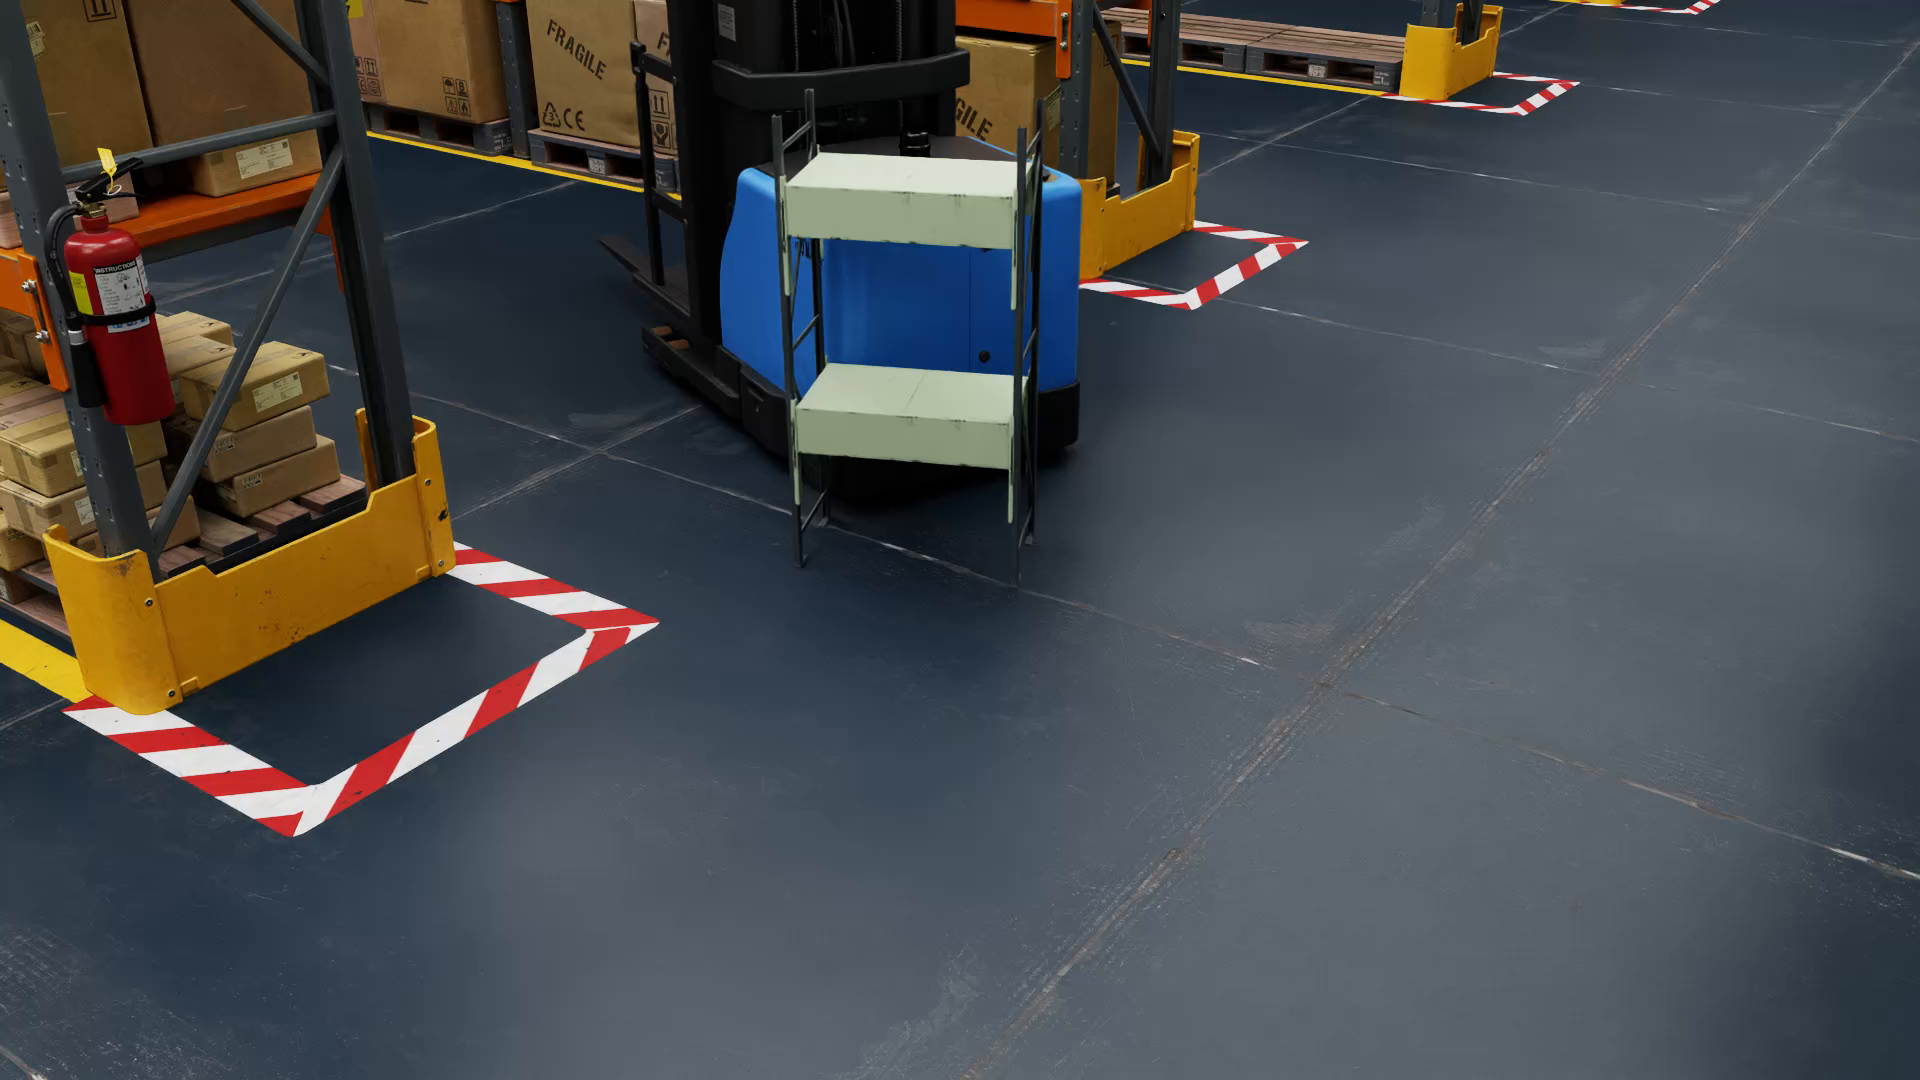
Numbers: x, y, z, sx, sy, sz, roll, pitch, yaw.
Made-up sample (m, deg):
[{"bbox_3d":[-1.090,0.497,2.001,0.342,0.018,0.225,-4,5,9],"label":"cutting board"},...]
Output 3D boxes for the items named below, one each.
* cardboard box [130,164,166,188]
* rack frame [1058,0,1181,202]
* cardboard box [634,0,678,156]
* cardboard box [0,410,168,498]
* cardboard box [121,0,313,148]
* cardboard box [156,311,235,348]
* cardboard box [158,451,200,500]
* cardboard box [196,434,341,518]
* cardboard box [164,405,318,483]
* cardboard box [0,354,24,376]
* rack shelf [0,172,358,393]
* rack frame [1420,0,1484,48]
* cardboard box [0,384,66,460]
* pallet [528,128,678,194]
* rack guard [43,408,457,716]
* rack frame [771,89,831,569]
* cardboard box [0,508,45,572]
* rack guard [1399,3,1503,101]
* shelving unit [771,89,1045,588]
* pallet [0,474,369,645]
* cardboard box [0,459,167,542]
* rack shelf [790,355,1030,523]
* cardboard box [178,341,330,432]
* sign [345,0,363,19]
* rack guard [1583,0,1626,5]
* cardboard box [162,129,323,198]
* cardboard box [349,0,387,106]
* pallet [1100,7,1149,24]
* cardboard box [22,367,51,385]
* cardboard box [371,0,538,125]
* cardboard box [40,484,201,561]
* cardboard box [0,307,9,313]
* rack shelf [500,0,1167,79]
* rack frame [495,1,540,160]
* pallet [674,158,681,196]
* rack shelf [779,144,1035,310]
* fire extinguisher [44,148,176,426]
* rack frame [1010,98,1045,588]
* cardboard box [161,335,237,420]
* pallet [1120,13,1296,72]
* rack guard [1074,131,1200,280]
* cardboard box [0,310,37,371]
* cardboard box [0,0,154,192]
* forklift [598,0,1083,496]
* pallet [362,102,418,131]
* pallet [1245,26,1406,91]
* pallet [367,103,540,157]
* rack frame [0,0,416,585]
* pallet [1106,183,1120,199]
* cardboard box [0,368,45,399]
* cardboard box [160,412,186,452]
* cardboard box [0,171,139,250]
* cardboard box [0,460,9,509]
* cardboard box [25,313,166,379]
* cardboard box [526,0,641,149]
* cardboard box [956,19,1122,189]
[{"bbox_3d":[-2.391,-1.209,5.096,0.250,0.149,0.380,19,32,32],"label":"cardboard box"},{"bbox_3d":[0.815,-2.894,8.129,0.127,3.000,1.000,17,32,30],"label":"rack frame"},{"bbox_3d":[-1.241,-2.731,9.688,0.875,0.875,0.875,17,32,30],"label":"cardboard box"},{"bbox_3d":[-2.656,-0.288,5.034,0.250,0.149,0.380,18,32,31],"label":"cardboard box"},{"bbox_3d":[-2.290,-1.461,4.876,0.500,0.500,0.500,19,33,33],"label":"cardboard box"},{"bbox_3d":[-2.746,-0.647,5.739,0.250,0.149,0.380,17,32,30],"label":"cardboard box"},{"bbox_3d":[-2.589,-0.273,5.659,0.250,0.149,0.380,17,32,30],"label":"cardboard box"},{"bbox_3d":[-2.327,-0.236,5.587,0.250,0.149,0.380,18,32,31],"label":"cardboard box"},{"bbox_3d":[-2.363,-0.345,5.473,0.250,0.149,0.380,19,32,32],"label":"cardboard box"},{"bbox_3d":[-3.294,-0.484,5.417,0.250,0.149,0.380,16,31,28],"label":"cardboard box"},{"bbox_3d":[-3.725,-1.258,5.709,4.000,0.370,1.077,17,32,30],"label":"rack shelf"},{"bbox_3d":[3.620,-4.745,11.768,0.127,3.000,1.000,17,32,30],"label":"rack frame"},{"bbox_3d":[-2.831,-0.374,5.203,0.250,0.149,0.380,18,32,31],"label":"cardboard box"},{"bbox_3d":[-1.899,-2.454,10.339,1.213,0.211,1.003,17,32,30],"label":"pallet"},{"bbox_3d":[-2.139,0.029,5.142,0.348,0.500,1.175,17,32,30],"label":"rack guard"},{"bbox_3d":[-0.507,-0.662,5.397,0.023,1.500,0.400,5,27,10],"label":"rack frame"},{"bbox_3d":[-2.897,-0.067,5.255,0.250,0.149,0.380,18,32,32],"label":"cardboard box"},{"bbox_3d":[3.647,-3.630,12.332,0.348,0.500,1.175,17,32,30],"label":"rack guard"},{"bbox_3d":[-0.147,-0.631,5.336,0.755,1.500,0.431,5,27,10],"label":"shelving unit"},{"bbox_3d":[-2.788,-0.064,5.643,1.213,0.211,1.003,17,32,30],"label":"pallet"},{"bbox_3d":[-2.673,-0.143,5.077,0.250,0.149,0.380,16,31,29],"label":"cardboard box"},{"bbox_3d":[-0.147,-0.340,5.484,0.720,0.370,0.431,5,27,10],"label":"rack shelf"},{"bbox_3d":[-2.316,-0.509,5.467,0.250,0.149,0.380,16,31,28],"label":"cardboard box"},{"bbox_3d":[-1.769,-1.654,4.739,0.005,0.325,0.100,17,32,30],"label":"sign"},{"bbox_3d":[6.365,-5.502,16.010,0.348,0.500,1.175,17,32,30],"label":"rack guard"},{"bbox_3d":[-2.158,-1.159,4.998,0.250,0.149,0.380,17,32,30],"label":"cardboard box"},{"bbox_3d":[-3.758,-3.547,11.293,0.875,0.875,1.225,16,31,29],"label":"cardboard box"},{"bbox_3d":[0.951,-4.356,14.076,1.213,0.211,1.003,17,32,30],"label":"pallet"},{"bbox_3d":[-3.231,-0.605,5.985,0.250,0.149,0.380,16,31,28],"label":"cardboard box"},{"bbox_3d":[-3.021,-3.318,10.842,0.875,0.875,1.225,17,32,30],"label":"cardboard box"},{"bbox_3d":[-2.628,-0.039,5.200,0.250,0.149,0.380,18,32,31],"label":"cardboard box"},{"bbox_3d":[-3.412,-0.839,6.116,0.250,0.149,0.380,18,32,31],"label":"cardboard box"},{"bbox_3d":[-0.833,-3.087,9.301,4.000,0.370,1.077,17,32,30],"label":"rack shelf"},{"bbox_3d":[-2.482,-3.921,10.147,0.127,3.000,1.000,17,32,30],"label":"rack frame"},{"bbox_3d":[-0.889,-2.141,9.724,1.213,0.211,1.003,17,32,30],"label":"pallet"},{"bbox_3d":[-0.147,-0.979,5.159,0.720,0.370,0.431,5,27,10],"label":"rack shelf"},{"bbox_3d":[-2.130,-0.628,4.172,0.183,0.674,0.296,17,32,30],"label":"fire extinguisher"},{"bbox_3d":[0.212,-0.600,5.275,0.023,1.500,0.400,5,27,10],"label":"rack frame"},{"bbox_3d":[-2.611,-0.535,5.517,0.250,0.149,0.380,18,32,31],"label":"cardboard box"},{"bbox_3d":[1.960,-4.043,13.461,1.213,0.211,1.003,17,32,30],"label":"pallet"},{"bbox_3d":[0.835,-1.774,8.684,0.348,0.500,1.175,17,32,30],"label":"rack guard"},{"bbox_3d":[-3.221,-0.755,5.950,0.250,0.149,0.380,19,32,32],"label":"cardboard box"},{"bbox_3d":[-2.592,-1.262,4.484,0.500,0.500,0.500,18,32,31],"label":"cardboard box"},{"bbox_3d":[-0.728,-2.092,6.629,1.130,2.935,3.031,-15,31,-27],"label":"forklift"},{"bbox_3d":[-4.170,-3.161,11.729,1.213,0.211,1.003,17,32,30],"label":"pallet"},{"bbox_3d":[2.962,-3.729,12.845,1.213,0.211,1.003,17,32,30],"label":"pallet"},{"bbox_3d":[-3.160,-2.848,11.114,1.213,0.211,1.003,17,32,30],"label":"pallet"},{"bbox_3d":[-2.076,-1.065,4.536,0.127,3.000,1.000,17,32,30],"label":"rack frame"},{"bbox_3d":[0.112,-1.827,9.107,1.213,0.211,1.003,17,32,30],"label":"pallet"},{"bbox_3d":[-3.116,-0.393,5.240,0.250,0.149,0.380,17,31,29],"label":"cardboard box"},{"bbox_3d":[-2.556,-0.437,5.653,0.250,0.149,0.380,17,32,30],"label":"cardboard box"},{"bbox_3d":[-2.505,-0.931,4.550,0.250,0.149,0.380,17,32,30],"label":"cardboard box"},{"bbox_3d":[-2.858,-0.231,5.248,0.250,0.149,0.380,16,31,29],"label":"cardboard box"},{"bbox_3d":[-2.997,-0.680,5.803,0.250,0.149,0.380,16,31,28],"label":"cardboard box"},{"bbox_3d":[-1.983,-2.962,10.142,0.875,0.875,0.875,17,32,30],"label":"cardboard box"},{"bbox_3d":[0.243,-2.268,8.780,0.875,0.875,0.875,17,32,30],"label":"cardboard box"}]
